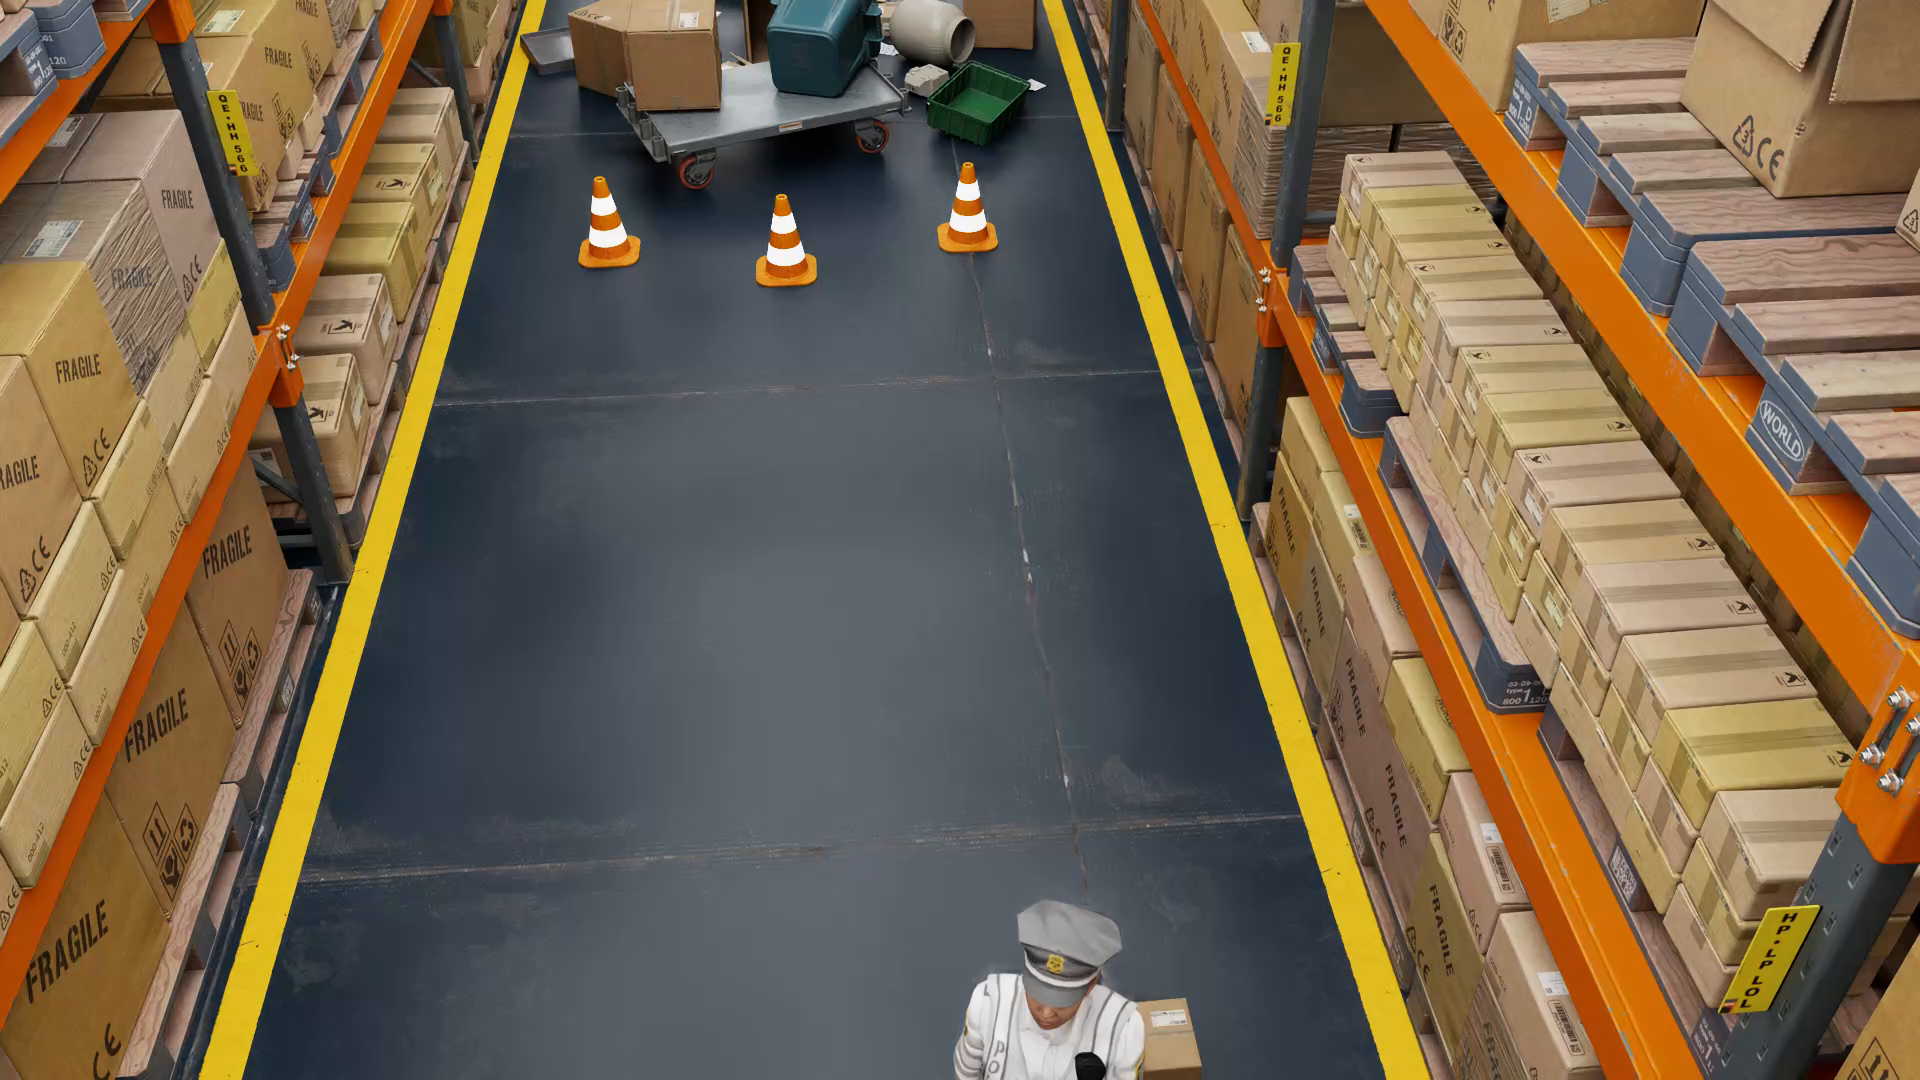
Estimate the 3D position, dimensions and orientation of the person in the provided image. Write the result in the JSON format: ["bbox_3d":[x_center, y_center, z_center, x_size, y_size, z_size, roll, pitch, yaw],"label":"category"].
[{"bbox_3d":[0.213,1.564,4.213,0.493,1.715,0.422,5,40,6],"label":"person"}]
